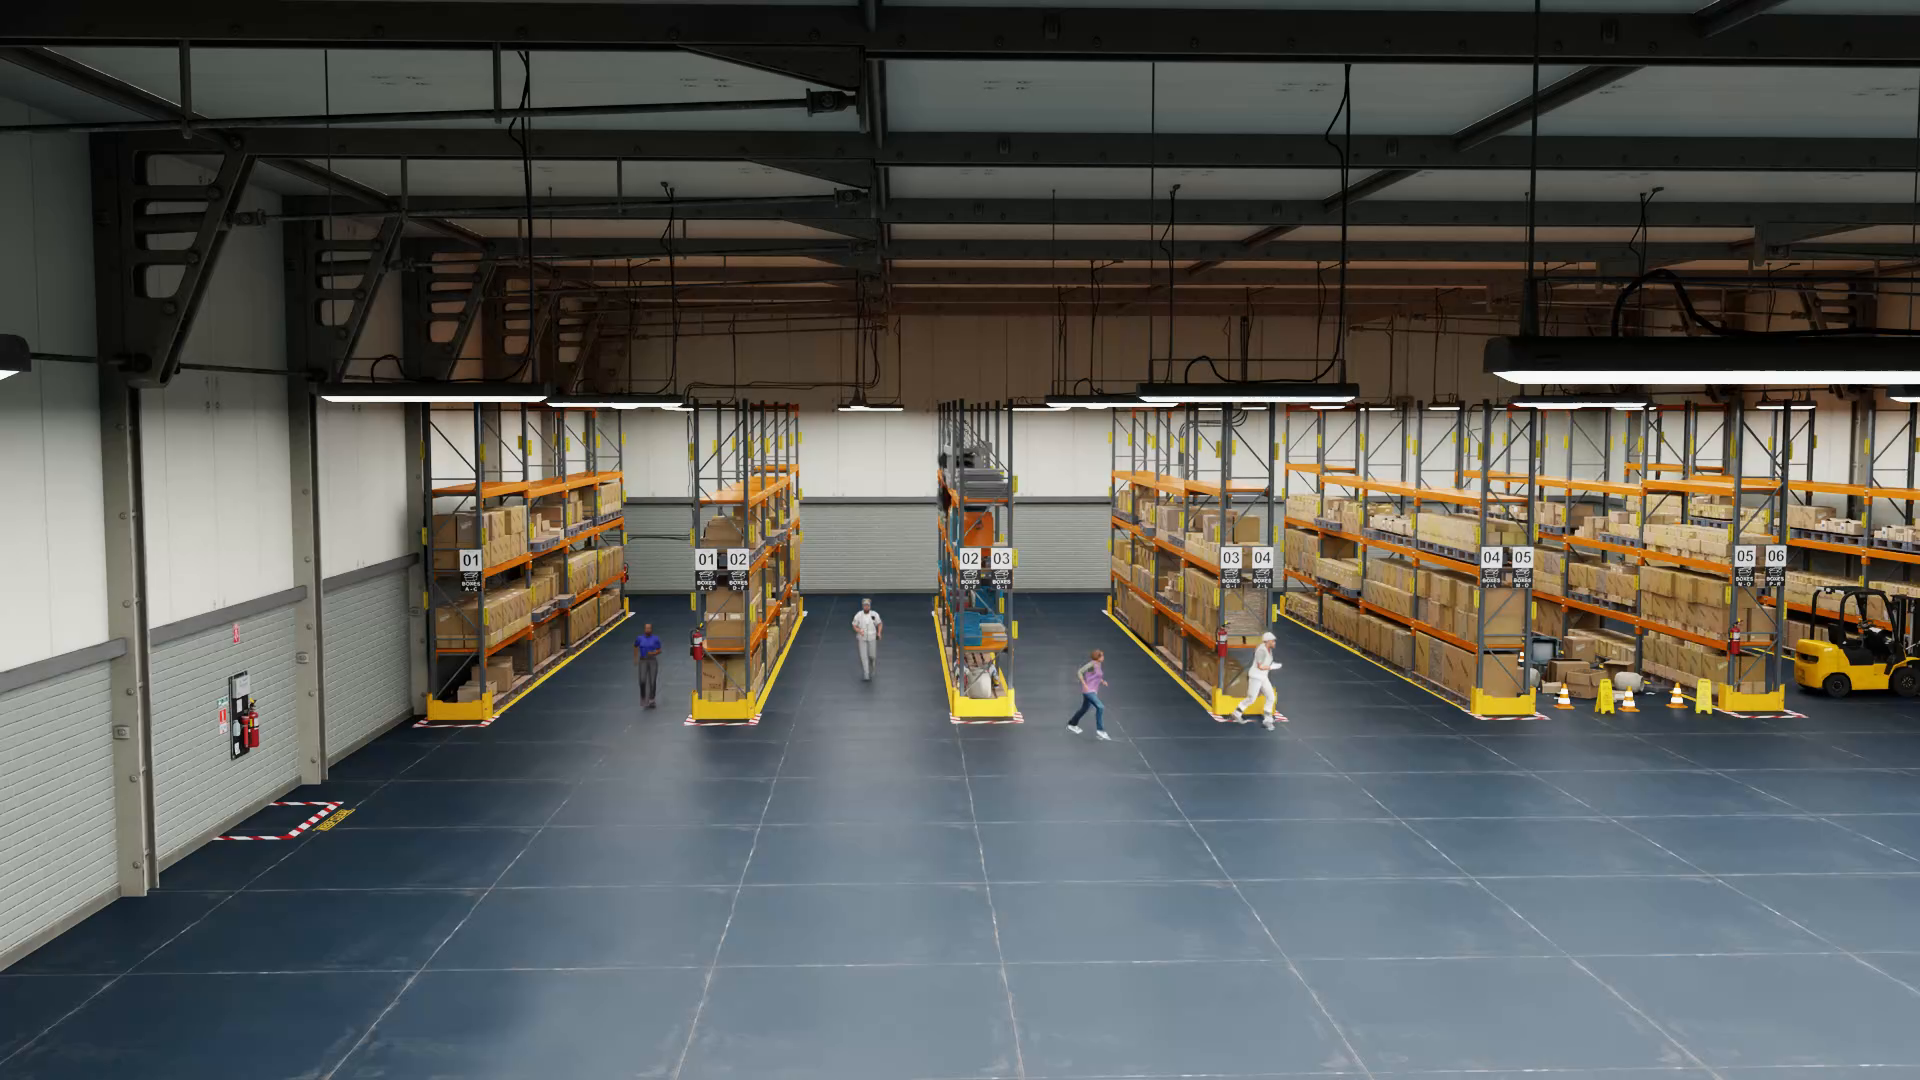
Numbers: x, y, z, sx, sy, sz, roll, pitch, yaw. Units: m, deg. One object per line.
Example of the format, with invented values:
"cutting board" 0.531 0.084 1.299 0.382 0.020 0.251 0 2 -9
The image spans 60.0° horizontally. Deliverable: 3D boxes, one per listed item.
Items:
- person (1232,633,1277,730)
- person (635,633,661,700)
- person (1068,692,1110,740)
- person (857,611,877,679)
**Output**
"person" 5.367 2.574 30.294 0.852 1.825 0.685 2 5 29
"person" -6.082 2.482 32.430 0.518 1.339 0.618 -1 4 -8
"person" 2.269 3.020 29.382 0.841 0.961 0.349 2 5 26
"person" -2.016 2.262 35.968 0.430 1.472 0.433 0 4 -4
